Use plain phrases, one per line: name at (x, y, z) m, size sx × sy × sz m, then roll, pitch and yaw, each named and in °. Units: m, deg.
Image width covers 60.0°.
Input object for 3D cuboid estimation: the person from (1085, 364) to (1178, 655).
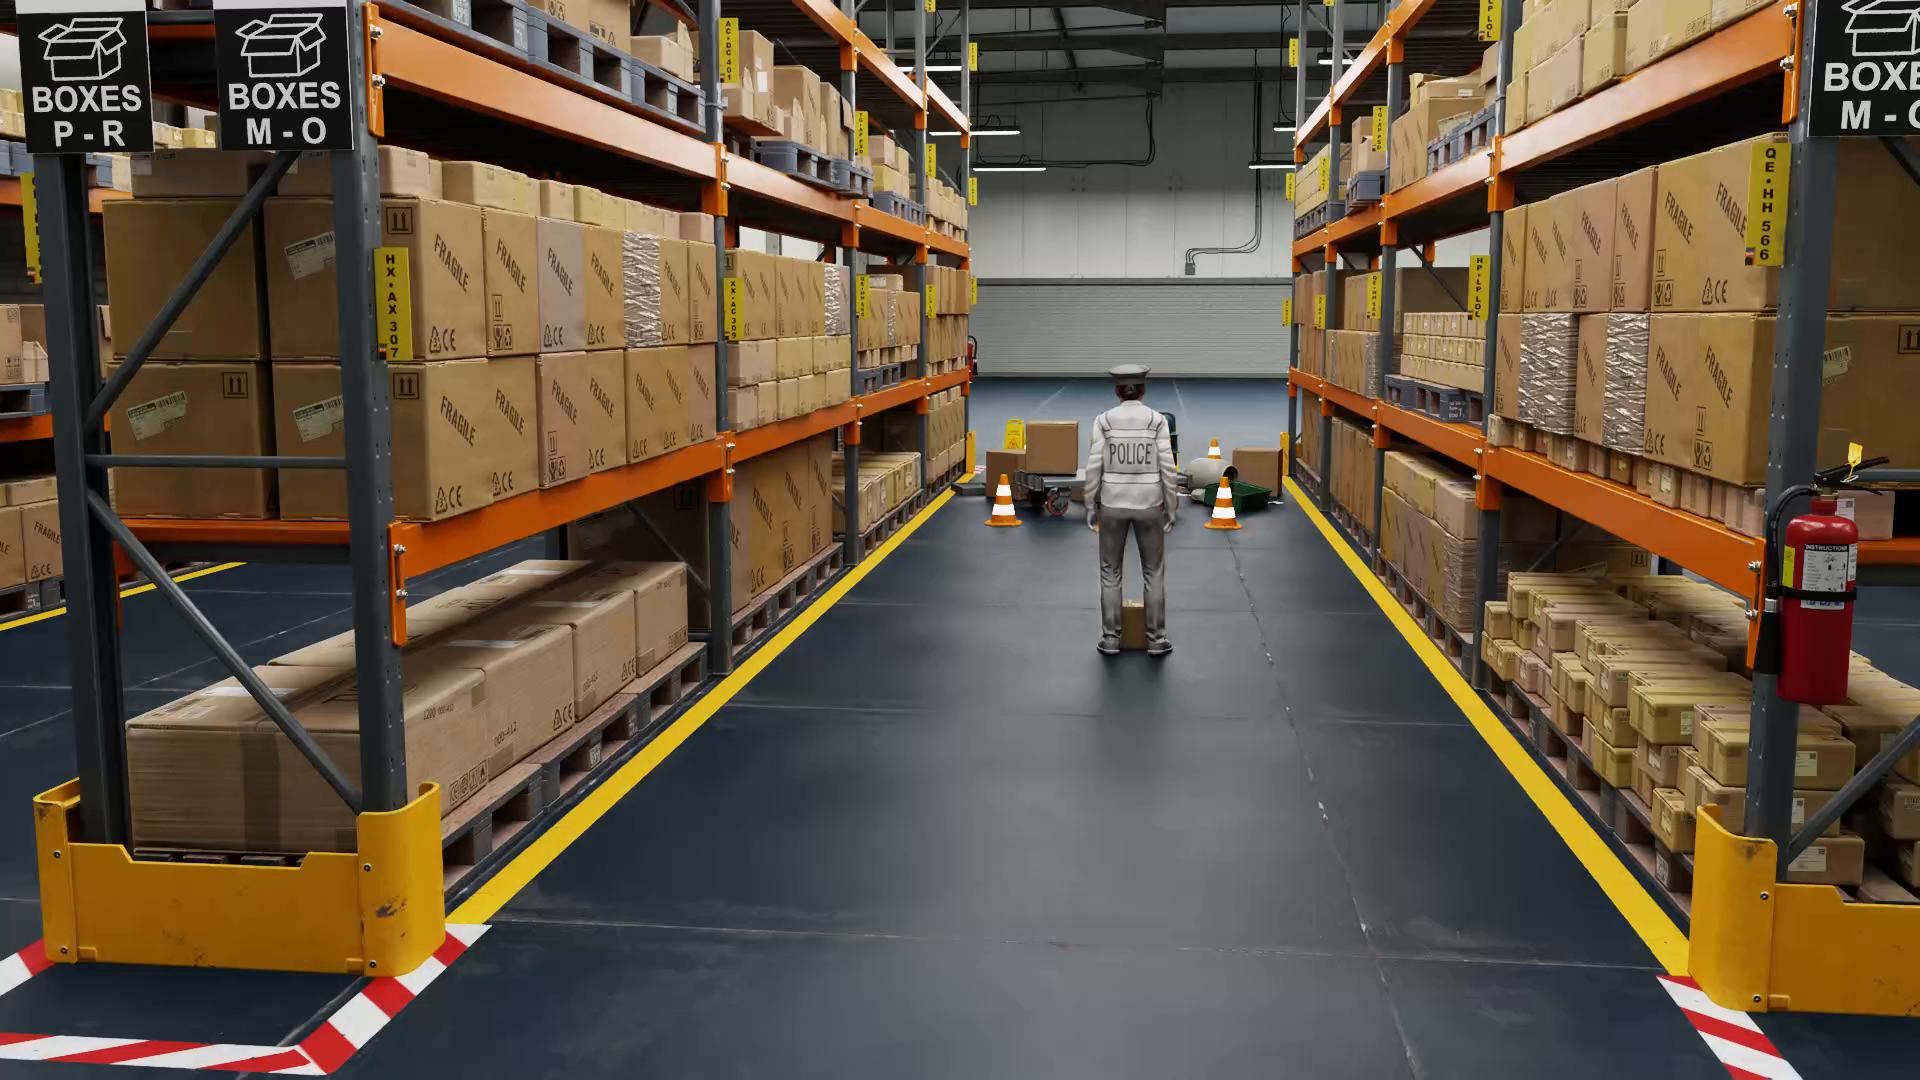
person at (0.981, -0.170, 9.541) m, size 0.529 × 1.663 × 0.372 m, roll 1°, pitch 8°, yaw 7°
